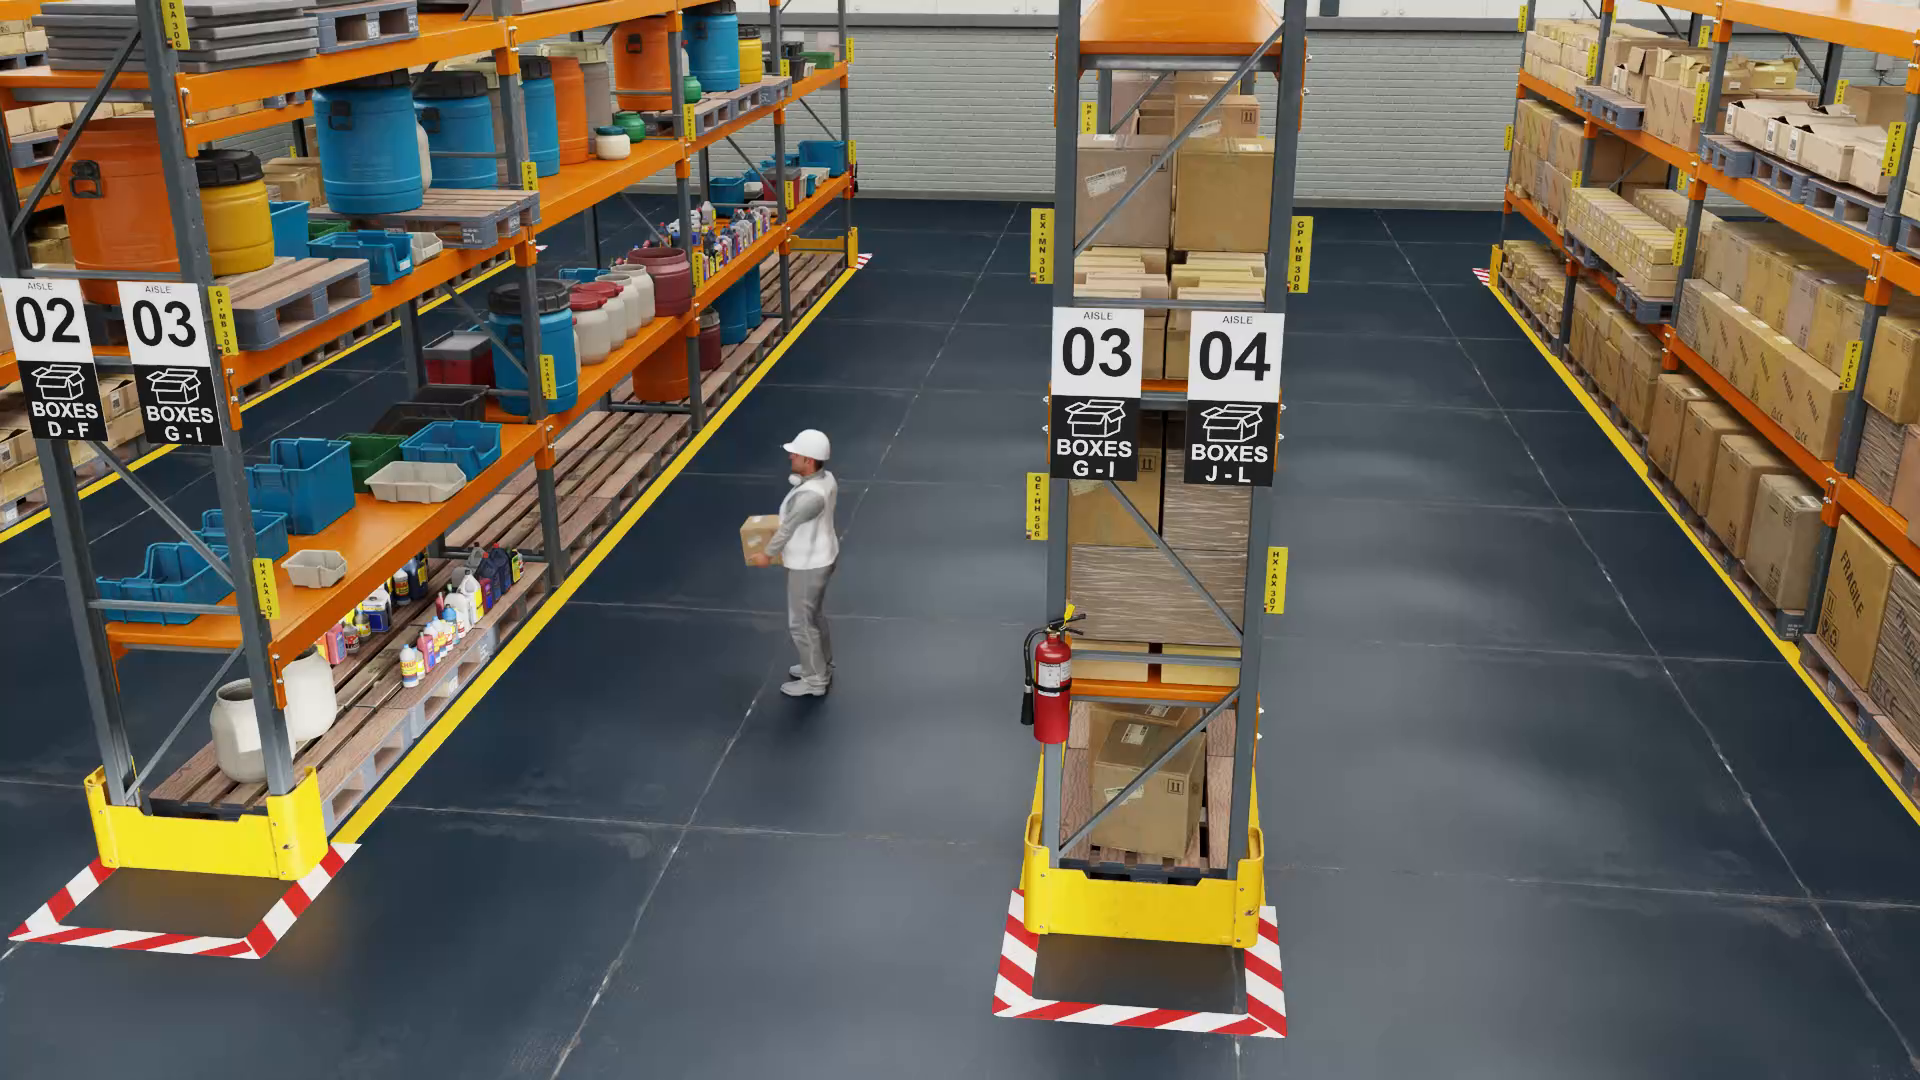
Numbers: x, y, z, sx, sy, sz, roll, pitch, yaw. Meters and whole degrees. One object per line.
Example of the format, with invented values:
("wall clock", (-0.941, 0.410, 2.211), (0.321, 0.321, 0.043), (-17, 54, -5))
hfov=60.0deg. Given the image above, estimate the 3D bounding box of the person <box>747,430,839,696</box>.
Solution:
("person", (-1.068, 0.135, 10.703), (0.554, 1.768, 0.495), (3, 21, 7))
